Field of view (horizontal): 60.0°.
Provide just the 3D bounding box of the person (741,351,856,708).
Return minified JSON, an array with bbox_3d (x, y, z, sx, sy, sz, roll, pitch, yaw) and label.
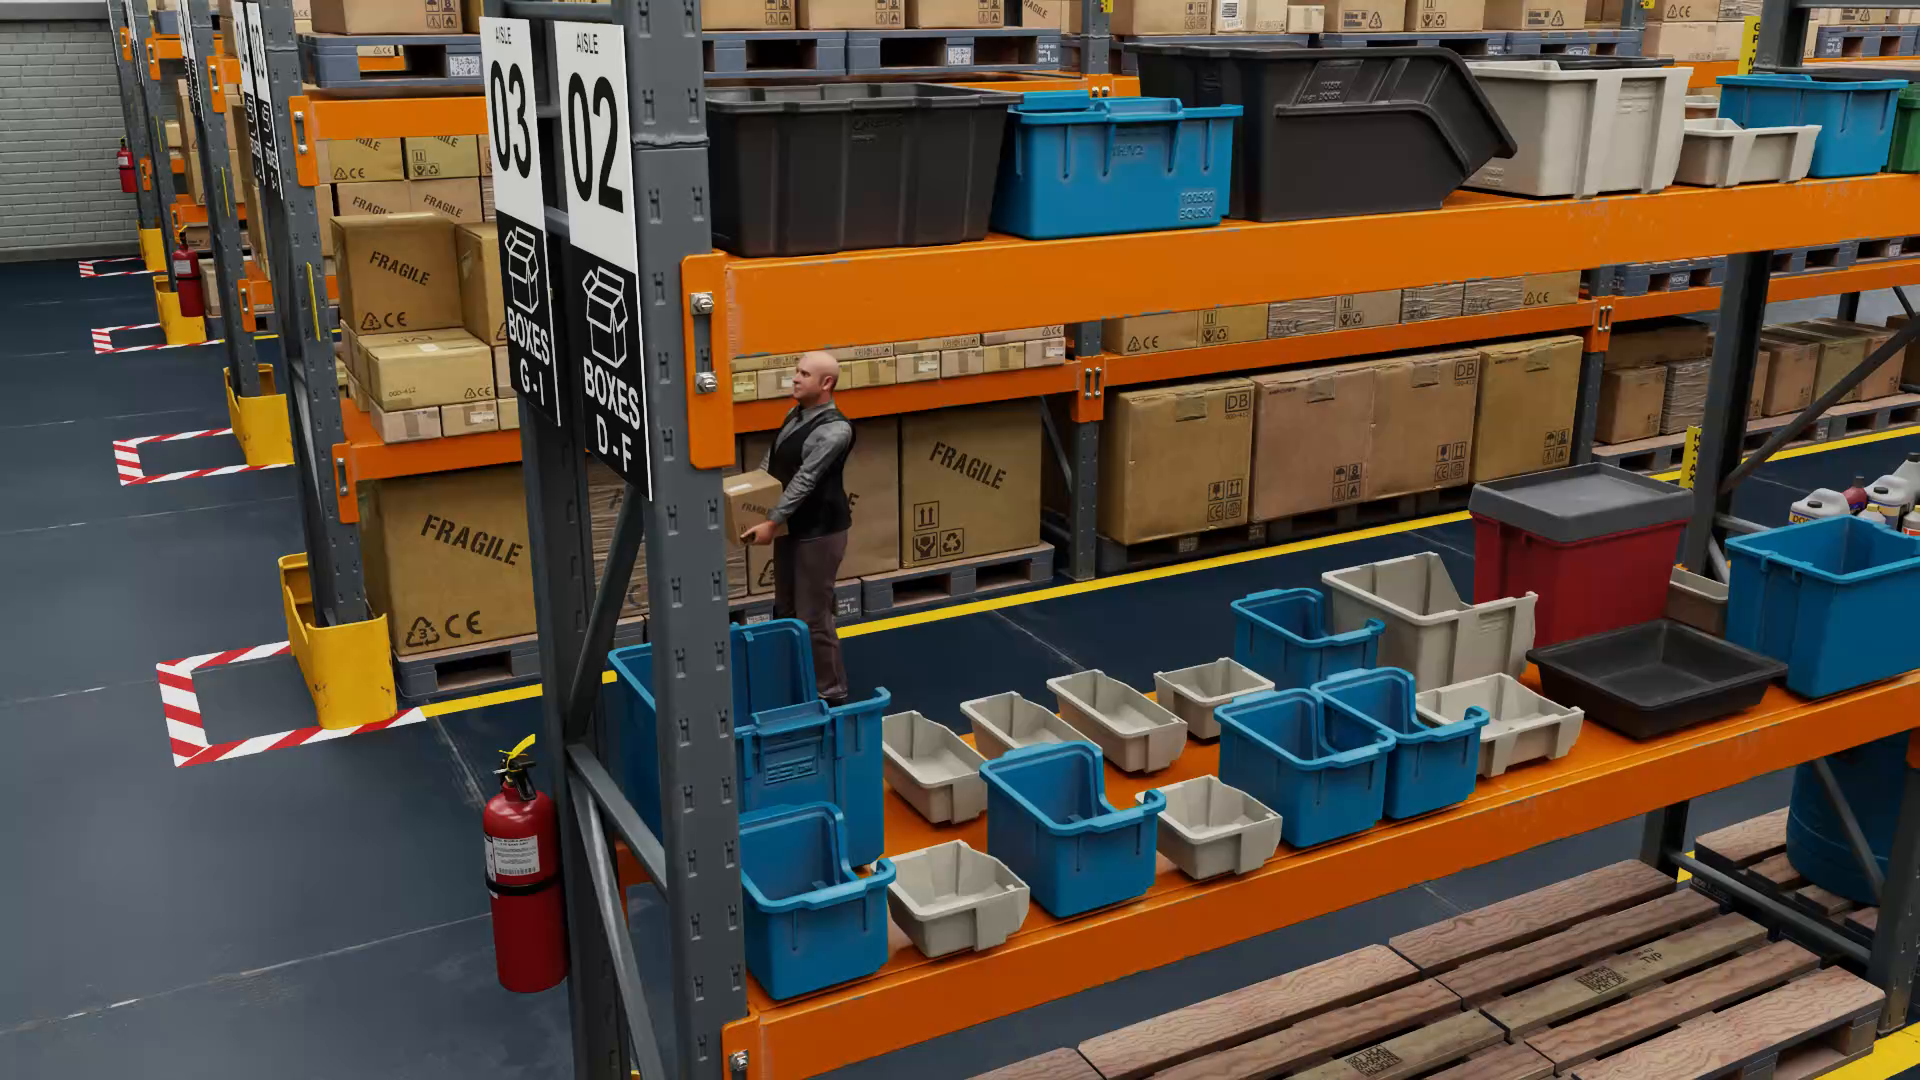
[{"bbox_3d":[-0.778,-0.010,7.644,0.559,1.711,0.494,-9,20,-26],"label":"person"}]
